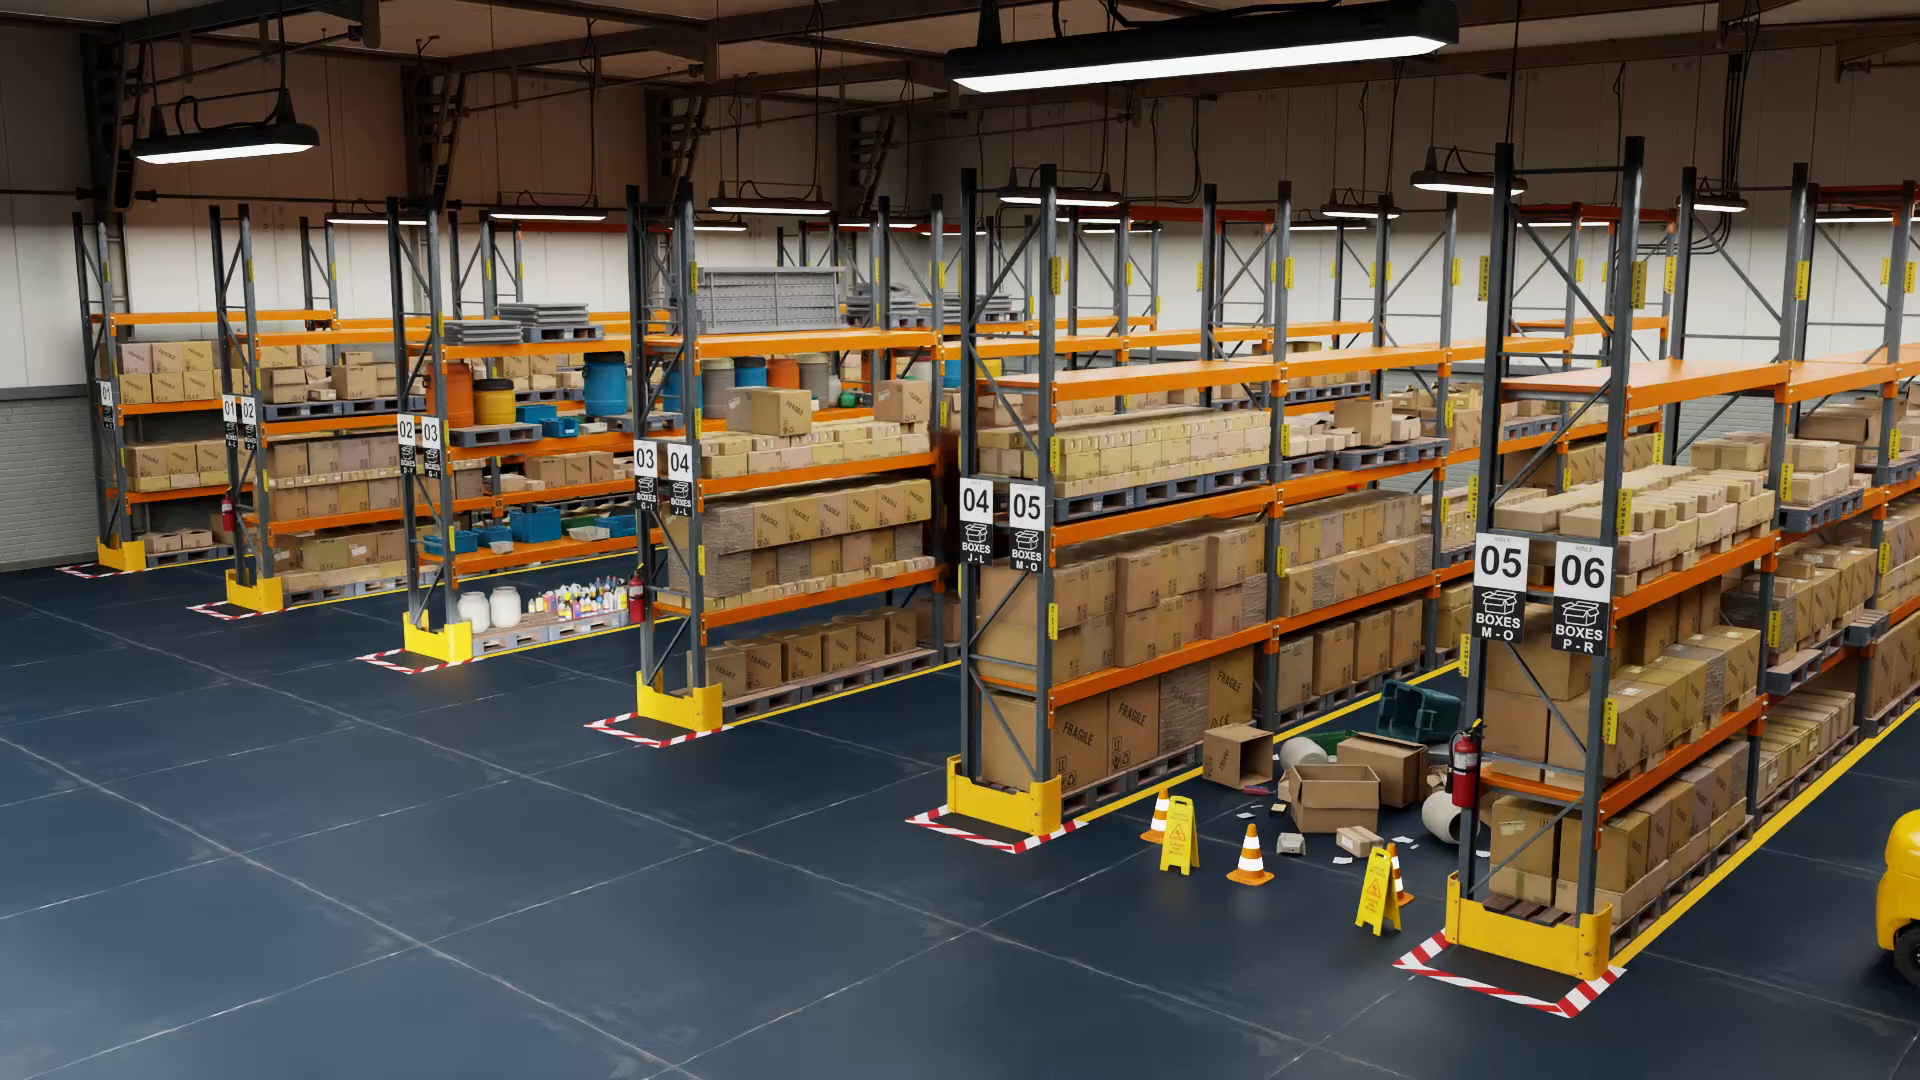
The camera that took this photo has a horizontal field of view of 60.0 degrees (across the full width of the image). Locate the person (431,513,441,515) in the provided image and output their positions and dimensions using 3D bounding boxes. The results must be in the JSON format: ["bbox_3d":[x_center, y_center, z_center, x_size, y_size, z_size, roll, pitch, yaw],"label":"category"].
[{"bbox_3d":[-9.455,-0.655,29.965,0.500,1.715,0.596,-7,12,-38],"label":"person"}]

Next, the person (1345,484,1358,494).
[{"bbox_3d":[6.182,-0.098,26.448,0.602,1.791,0.468,2,10,11],"label":"person"}]
